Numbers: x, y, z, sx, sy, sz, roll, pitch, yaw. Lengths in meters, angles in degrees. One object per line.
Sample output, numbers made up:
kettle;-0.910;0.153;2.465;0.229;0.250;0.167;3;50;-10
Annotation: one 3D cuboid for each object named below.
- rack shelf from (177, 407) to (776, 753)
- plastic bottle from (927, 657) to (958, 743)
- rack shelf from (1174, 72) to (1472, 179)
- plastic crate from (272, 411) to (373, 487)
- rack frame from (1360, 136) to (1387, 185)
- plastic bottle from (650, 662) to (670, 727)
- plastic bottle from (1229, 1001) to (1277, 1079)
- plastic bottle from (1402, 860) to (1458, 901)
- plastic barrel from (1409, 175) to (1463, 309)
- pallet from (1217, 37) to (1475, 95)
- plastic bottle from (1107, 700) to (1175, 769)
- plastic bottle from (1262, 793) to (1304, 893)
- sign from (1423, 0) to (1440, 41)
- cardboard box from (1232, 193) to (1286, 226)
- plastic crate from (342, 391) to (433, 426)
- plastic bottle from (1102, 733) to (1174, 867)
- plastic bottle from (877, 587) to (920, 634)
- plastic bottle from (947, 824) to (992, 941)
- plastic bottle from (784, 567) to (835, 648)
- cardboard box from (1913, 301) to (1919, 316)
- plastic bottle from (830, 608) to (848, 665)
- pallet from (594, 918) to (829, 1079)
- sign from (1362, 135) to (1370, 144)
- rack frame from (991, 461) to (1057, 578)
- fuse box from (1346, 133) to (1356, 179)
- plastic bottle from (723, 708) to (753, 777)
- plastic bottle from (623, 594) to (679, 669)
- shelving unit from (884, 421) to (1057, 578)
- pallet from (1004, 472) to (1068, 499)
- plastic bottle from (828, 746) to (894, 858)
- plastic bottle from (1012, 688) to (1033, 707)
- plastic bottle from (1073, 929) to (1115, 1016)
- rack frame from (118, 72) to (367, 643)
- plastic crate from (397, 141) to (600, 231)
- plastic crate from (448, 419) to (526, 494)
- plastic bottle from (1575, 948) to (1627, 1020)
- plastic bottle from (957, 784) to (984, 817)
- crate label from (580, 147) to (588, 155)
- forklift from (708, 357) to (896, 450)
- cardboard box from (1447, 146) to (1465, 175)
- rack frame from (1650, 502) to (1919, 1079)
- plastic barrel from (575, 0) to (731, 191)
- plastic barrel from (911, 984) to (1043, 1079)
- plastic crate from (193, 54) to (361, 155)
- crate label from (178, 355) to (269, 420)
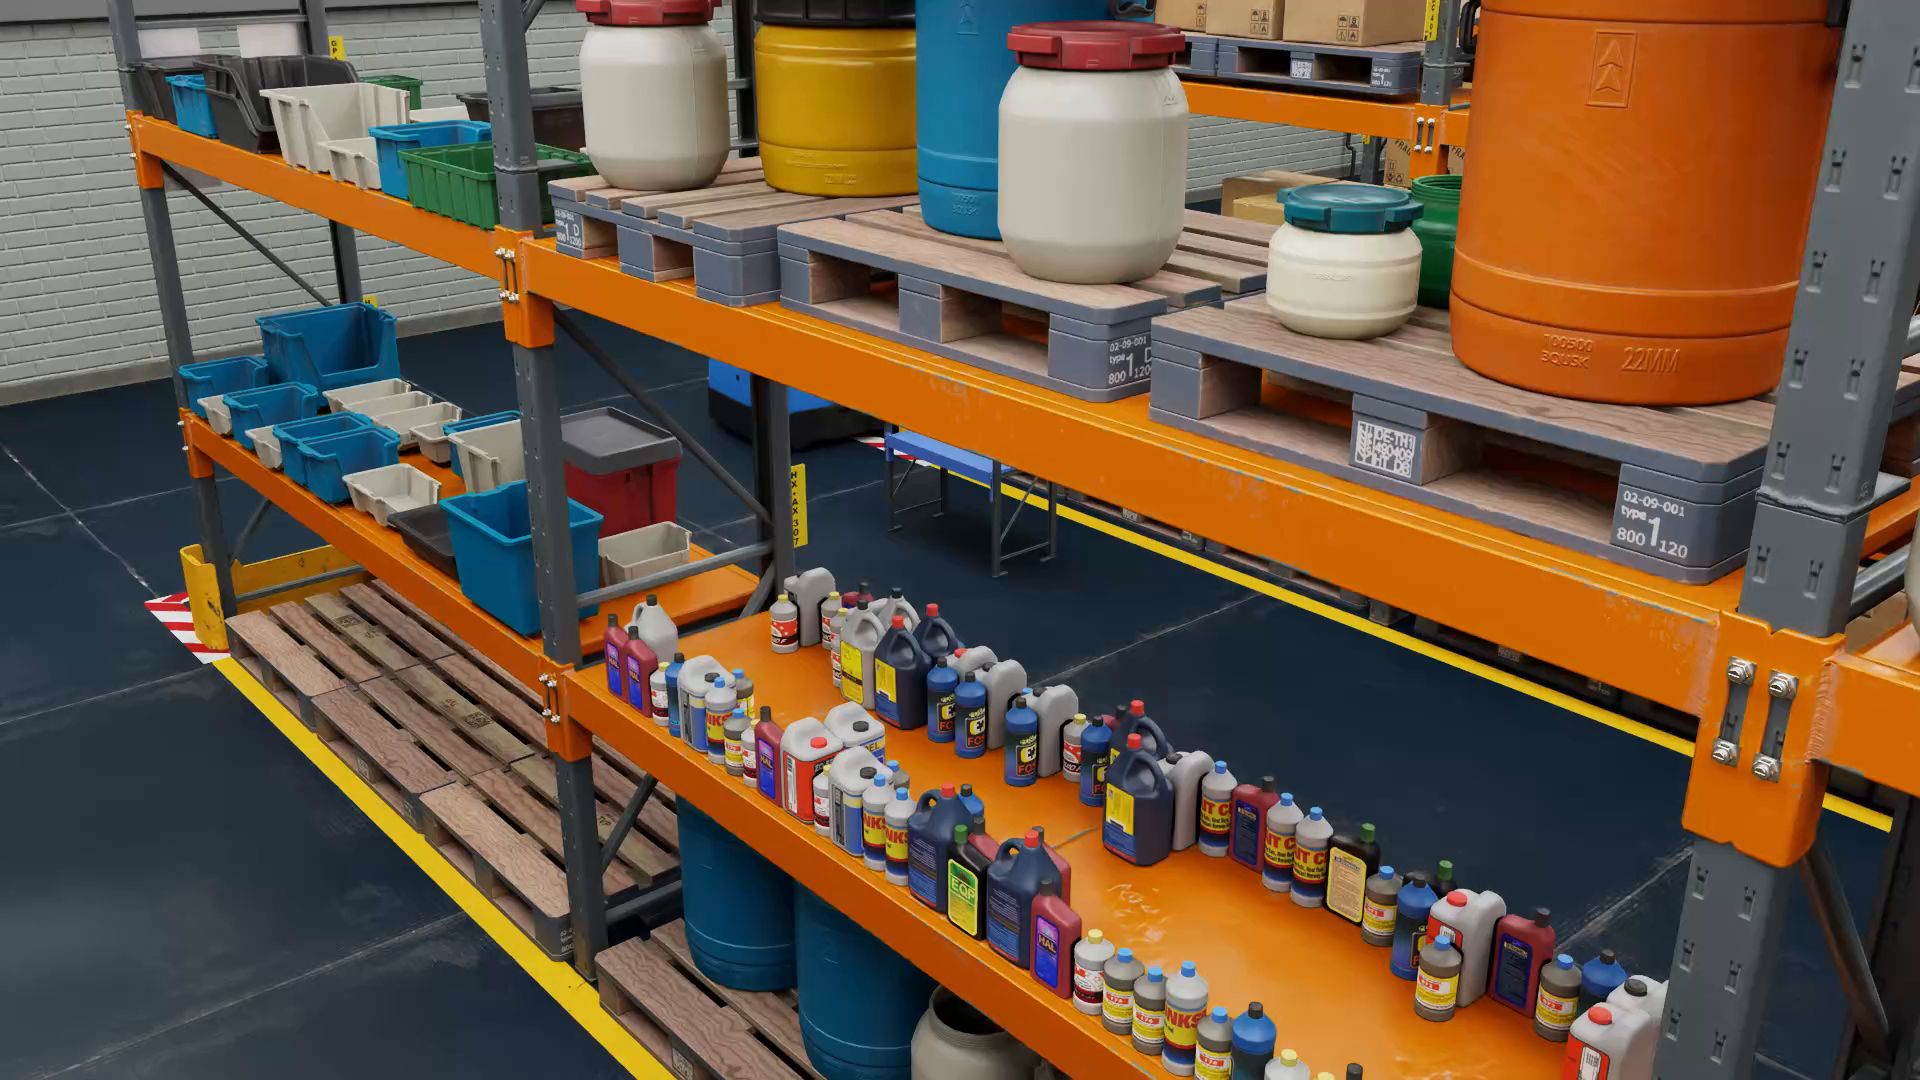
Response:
rack shelf;-2.349;-0.084;7.572;1.077;0.370;4.000;-17;27;-37
plastic bottle;-0.056;0.501;5.269;0.097;0.271;0.097;0;21;0
rack shelf;1.403;-2.660;10.035;1.077;0.370;4.000;-17;27;-37
plastic crate;-2.883;-0.411;7.568;0.416;0.233;0.300;-17;27;-37
rack frame;3.921;-3.303;14.805;1.000;3.000;0.127;-17;27;-37
plastic bottle;-0.951;0.493;5.384;0.097;0.201;0.097;0;21;0
plastic bottle;0.641;1.135;3.650;0.097;0.271;0.097;0;21;0
plastic bottle;1.175;0.921;4.180;0.061;0.283;0.133;-17;27;-37
plastic barrel;1.050;-0.629;3.500;0.294;0.245;0.294;0;21;0
pallet;2.183;-2.629;9.093;1.003;0.211;1.213;-17;27;-37
plastic bottle;0.523;0.637;4.812;0.144;0.351;0.185;-17;27;-37
plastic bottle;0.872;0.808;4.484;0.097;0.271;0.097;0;21;0
sign;2.289;-2.587;8.046;0.100;0.325;0.005;-17;27;-37
cardboard box;1.882;-1.666;9.394;0.500;0.500;0.500;-17;27;-37
plastic crate;-2.807;-0.611;8.210;0.396;0.136;0.243;-17;27;-37
plastic bottle;0.496;0.710;4.625;0.144;0.351;0.185;-17;27;-37
plastic bottle;-0.196;0.333;5.589;0.144;0.351;0.185;-17;27;-37
plastic bottle;0.026;0.879;4.286;0.061;0.283;0.133;-17;27;-37
plastic bottle;-0.541;0.223;5.971;0.152;0.276;0.135;-17;27;-37
cardboard box;4.431;-0.840;7.004;0.797;0.503;0.637;-17;27;-36
plastic bottle;-0.404;0.335;5.788;0.097;0.201;0.097;0;21;0
pallet;-0.571;1.655;5.969;1.003;0.211;1.213;-17;27;-37
sign;3.510;-3.577;14.317;0.100;0.325;0.005;-17;27;-37
rack frame;0.388;-0.534;9.792;0.500;1.500;0.032;-17;27;-37
fuse box;5.593;-5.922;23.257;0.539;1.711;0.414;-17;27;-37
plastic bottle;-0.673;0.611;5.083;0.097;0.201;0.097;0;21;0
plastic bottle;-1.033;0.342;5.565;0.144;0.351;0.185;-17;27;-37
shelving unit;0.056;-0.675;10.150;0.538;1.500;1.048;-17;27;-37
pallet;0.679;-0.650;11.854;1.003;0.211;1.213;-17;27;-37
plastic bottle;-0.274;0.730;4.677;0.152;0.276;0.135;-17;27;-37
plastic bottle;0.210;0.561;5.211;0.097;0.201;0.097;0;21;0
plastic bottle;0.323;1.033;4.006;0.097;0.201;0.097;0;21;0
rack frame;-3.655;-0.971;8.851;1.000;3.000;0.127;-17;27;-37
plastic crate;-1.549;-1.209;5.636;0.450;0.188;0.662;-17;27;-37
plastic crate;-1.901;-0.305;7.229;0.437;0.282;0.530;-17;27;-37
plastic bottle;1.475;1.064;3.832;0.097;0.271;0.097;0;21;0
plastic bottle;0.017;0.790;4.530;0.097;0.271;0.097;0;21;0
crate label;-1.144;-1.344;6.051;0.293;0.136;0.466;-17;27;-37
forklift;-0.412;-2.414;12.629;3.031;2.935;1.130;-14;25;-32
cardboard box;4.374;-3.157;13.886;0.500;0.500;0.500;-17;27;-37
rack frame;1.567;1.239;3.208;1.000;3.000;0.127;-17;27;-37
plastic barrel;-0.890;-1.317;4.858;0.433;0.535;0.433;0;21;0
plastic barrel;0.062;1.624;5.061;0.421;0.512;0.421;0;21;0
plastic crate;-2.866;-1.852;7.071;0.504;0.338;0.767;-17;27;-37
crate label;-3.743;-0.775;8.497;0.416;0.233;0.303;-17;27;-37
